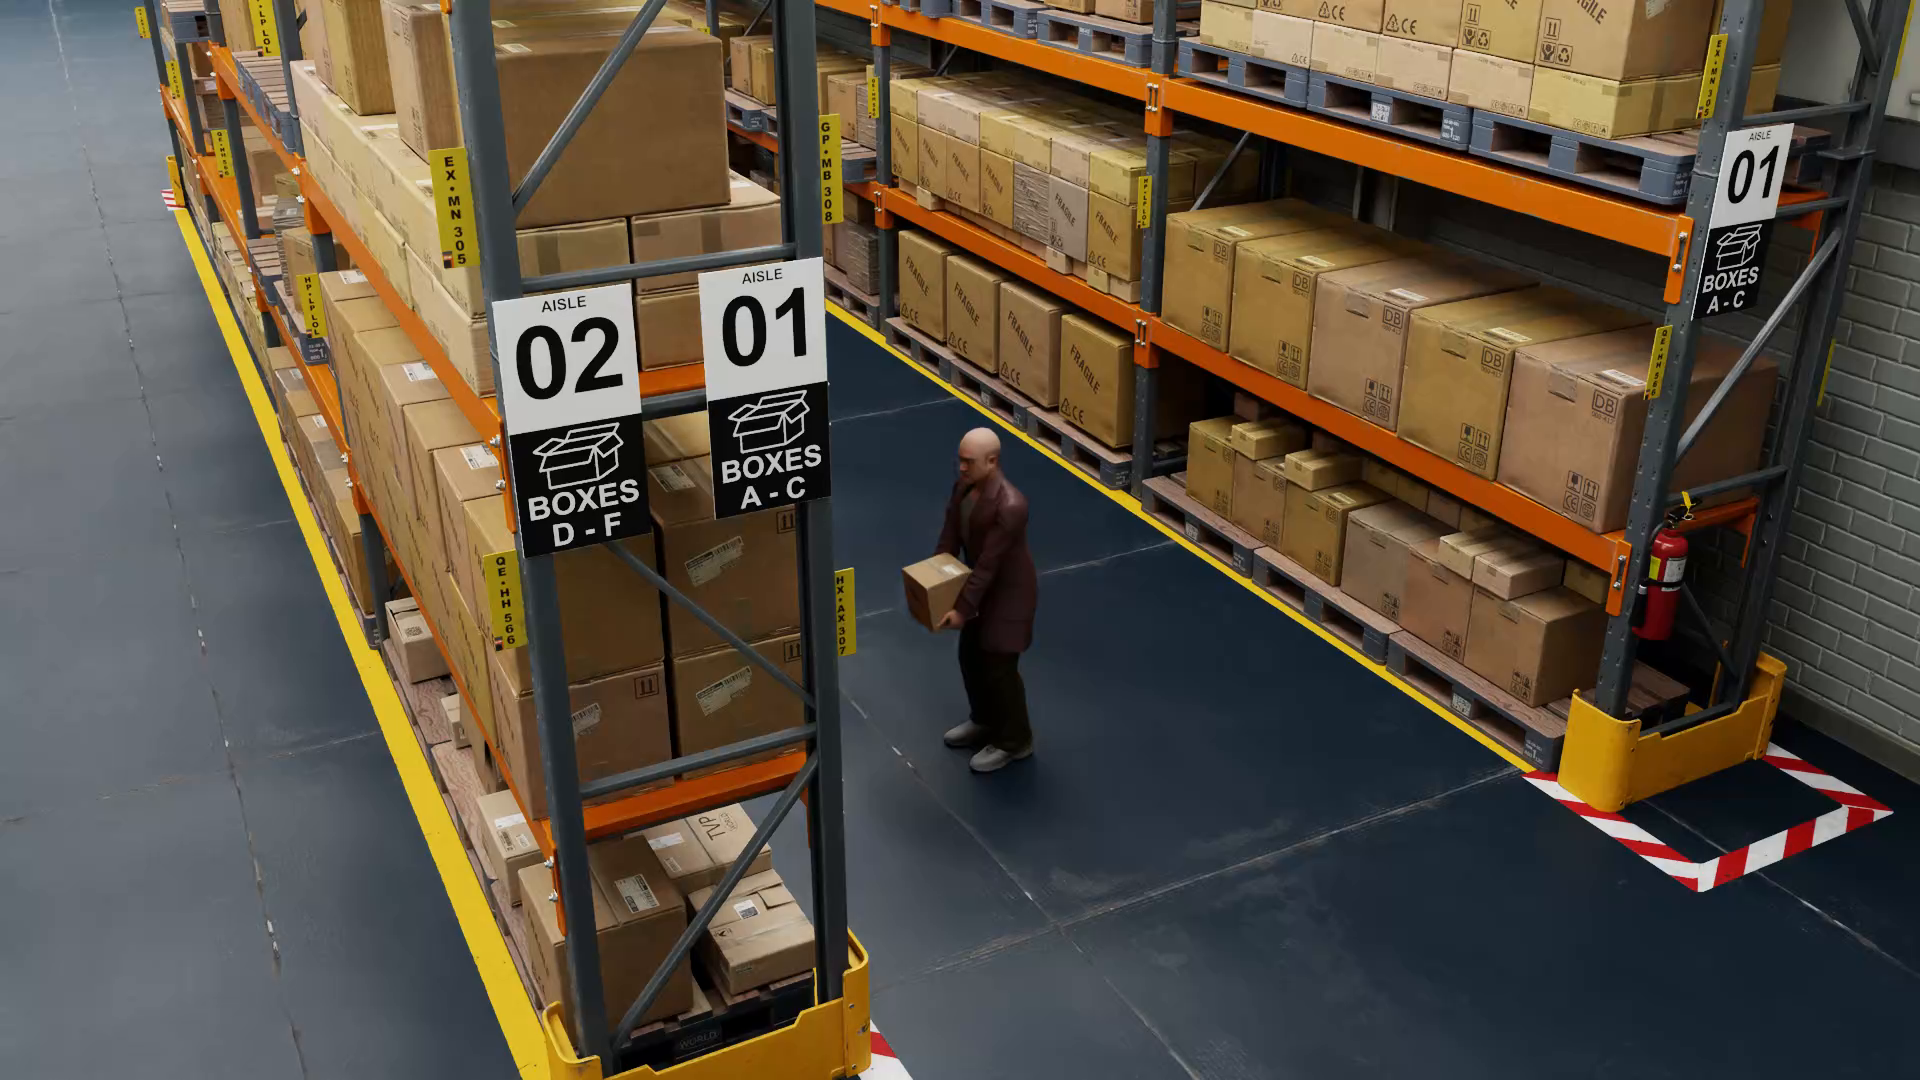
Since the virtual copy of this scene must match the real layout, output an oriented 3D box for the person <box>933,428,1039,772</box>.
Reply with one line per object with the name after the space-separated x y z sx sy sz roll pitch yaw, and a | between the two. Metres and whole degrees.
0.083 0.283 8.046 0.584 1.767 0.533 -13 28 -26 | person
